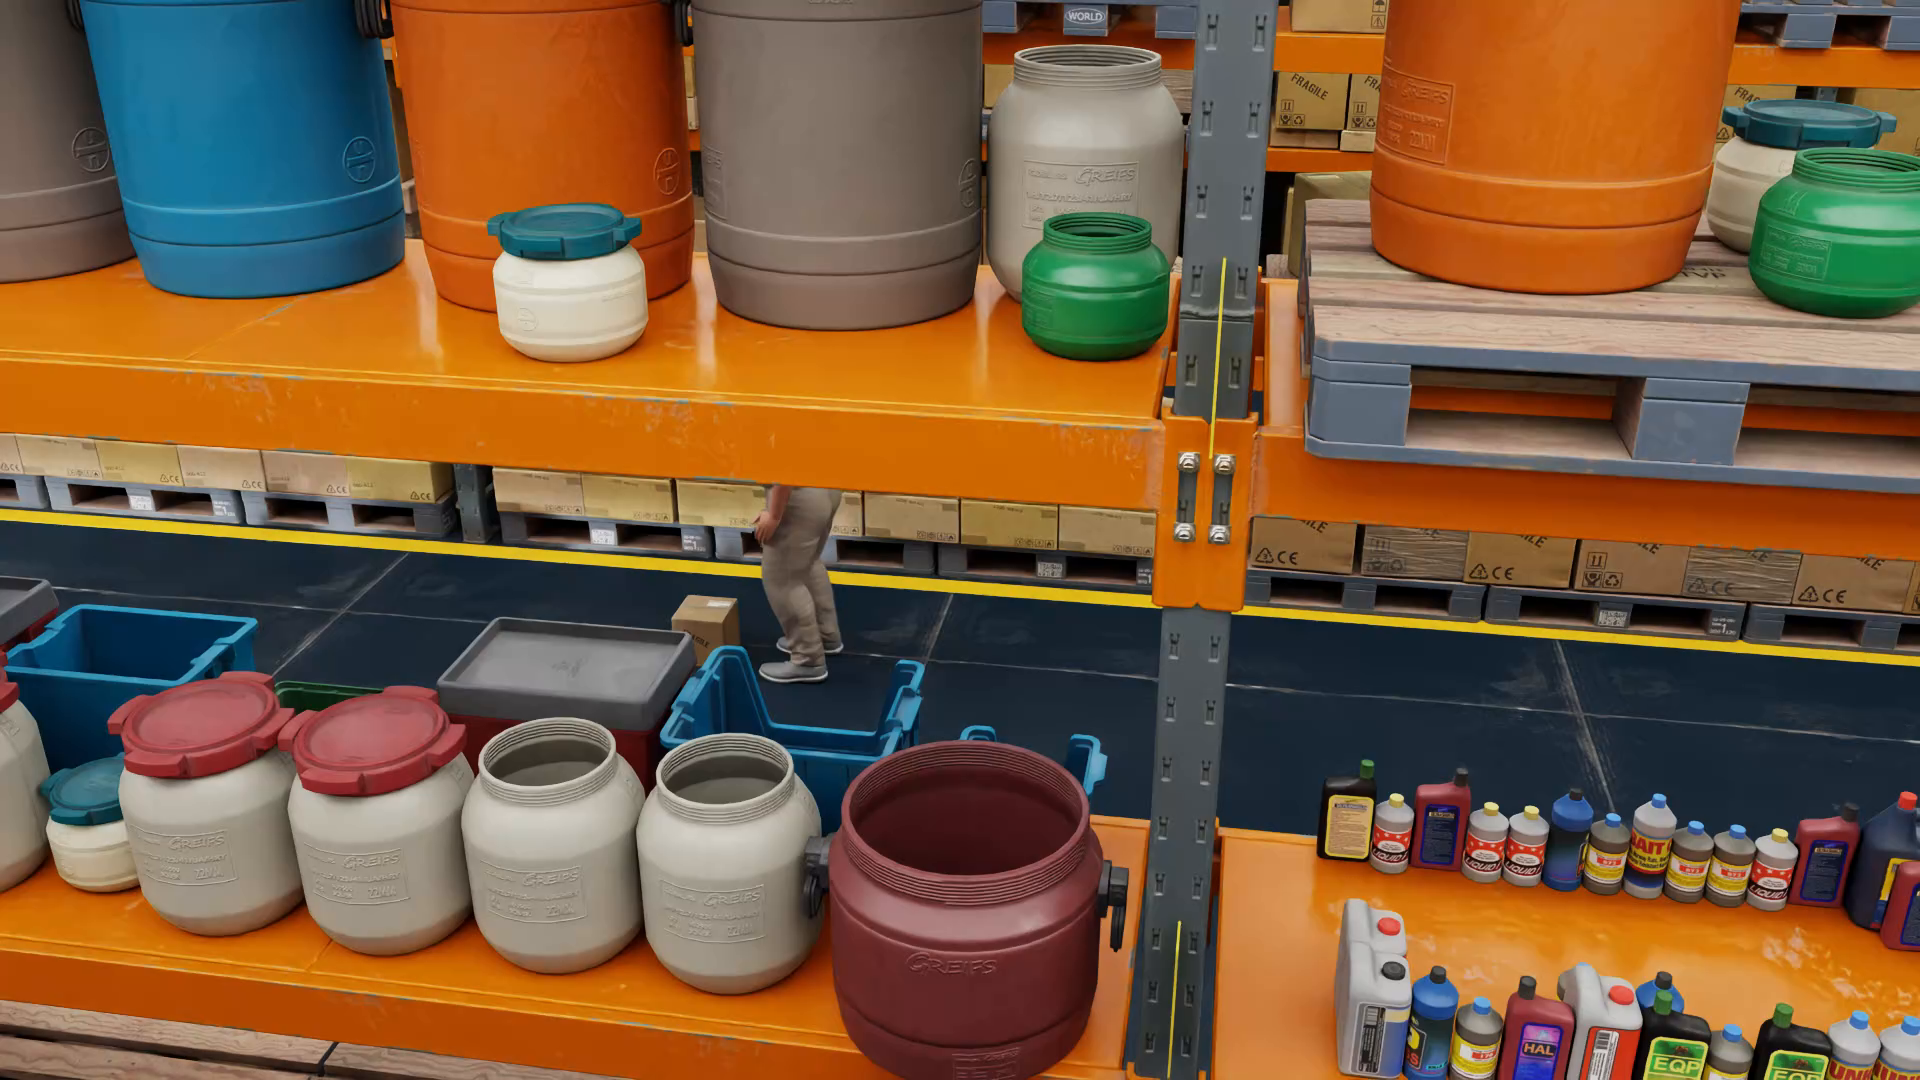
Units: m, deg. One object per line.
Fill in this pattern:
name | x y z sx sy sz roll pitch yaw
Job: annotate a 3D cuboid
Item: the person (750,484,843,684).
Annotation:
person | -0.742 -0.171 7.525 0.362 1.716 0.536 5 25 10
